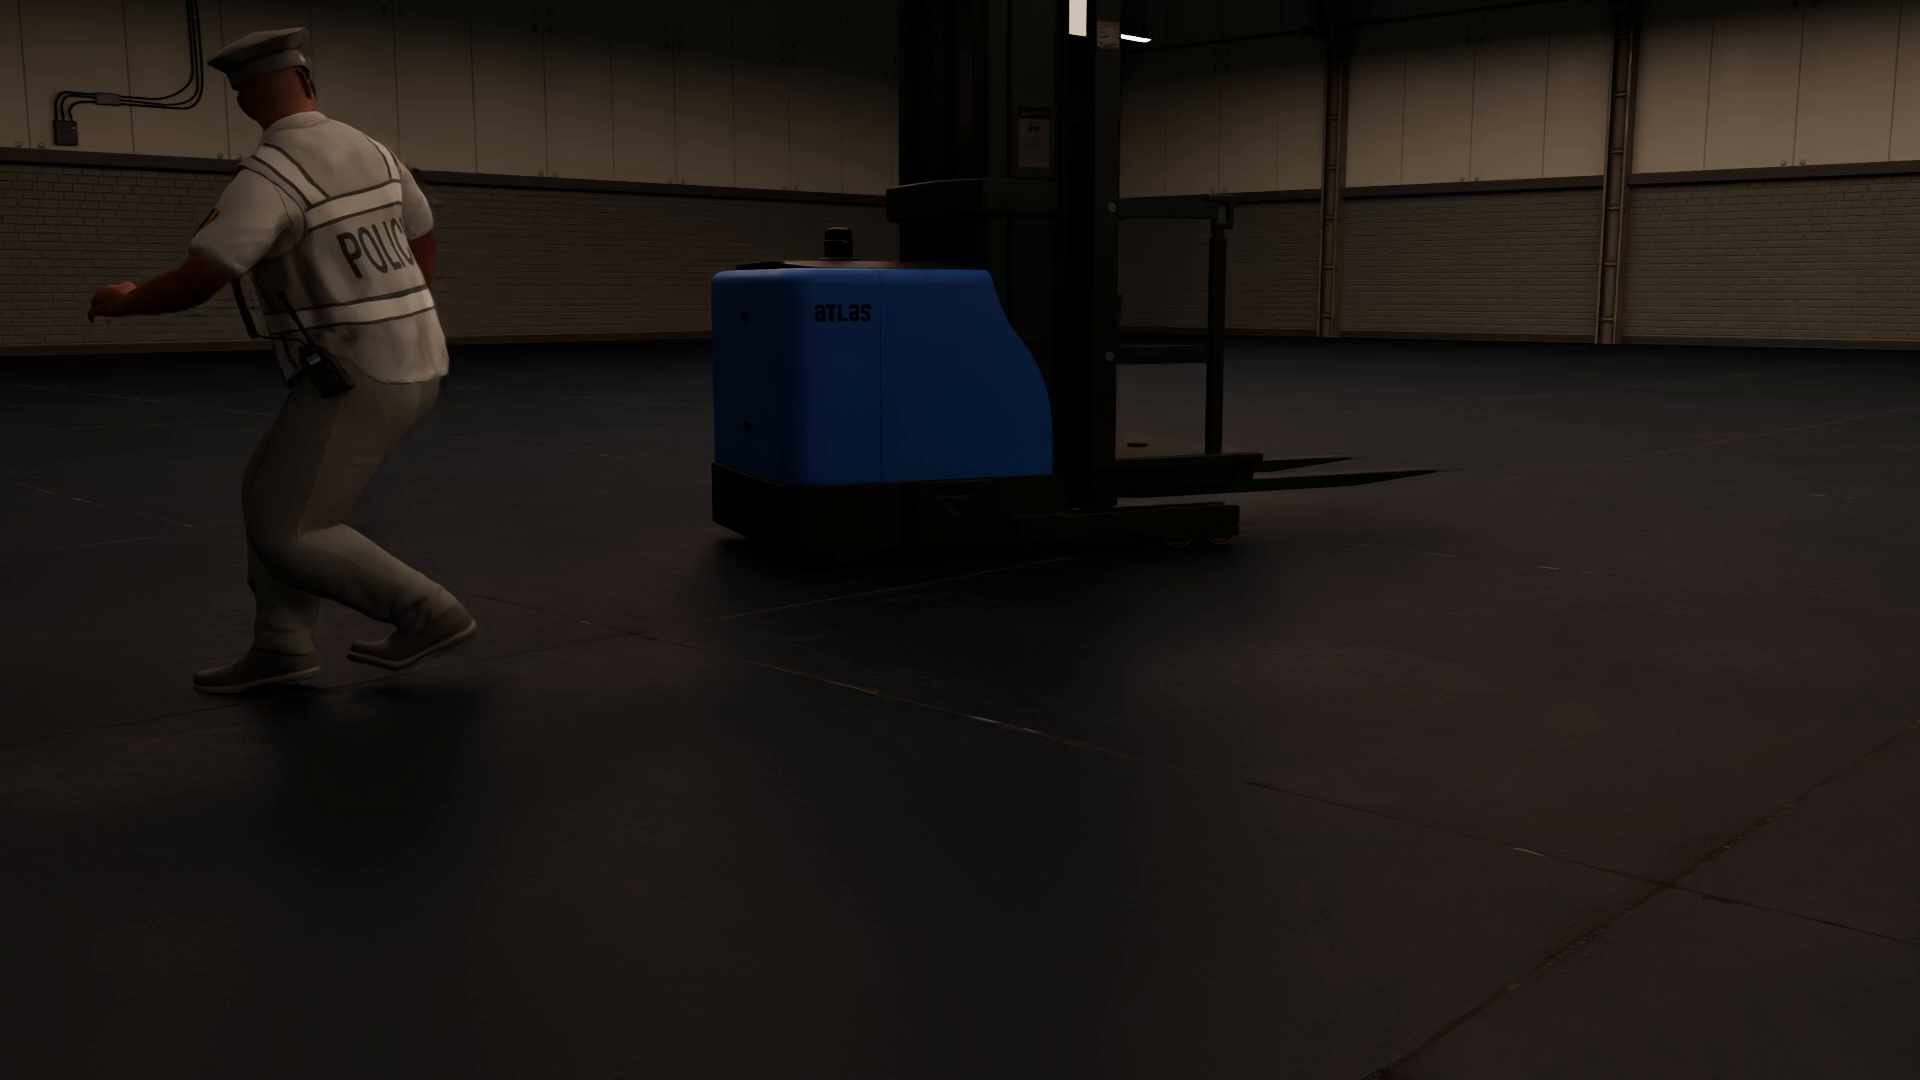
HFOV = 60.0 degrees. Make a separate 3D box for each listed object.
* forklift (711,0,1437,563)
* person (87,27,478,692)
[{"bbox_3d":[0.559,-1.486,6.742,3.031,2.935,1.130,-4,9,-23],"label":"forklift"},{"bbox_3d":[-1.673,-0.440,4.219,0.867,1.637,0.887,0,9,0],"label":"person"}]
